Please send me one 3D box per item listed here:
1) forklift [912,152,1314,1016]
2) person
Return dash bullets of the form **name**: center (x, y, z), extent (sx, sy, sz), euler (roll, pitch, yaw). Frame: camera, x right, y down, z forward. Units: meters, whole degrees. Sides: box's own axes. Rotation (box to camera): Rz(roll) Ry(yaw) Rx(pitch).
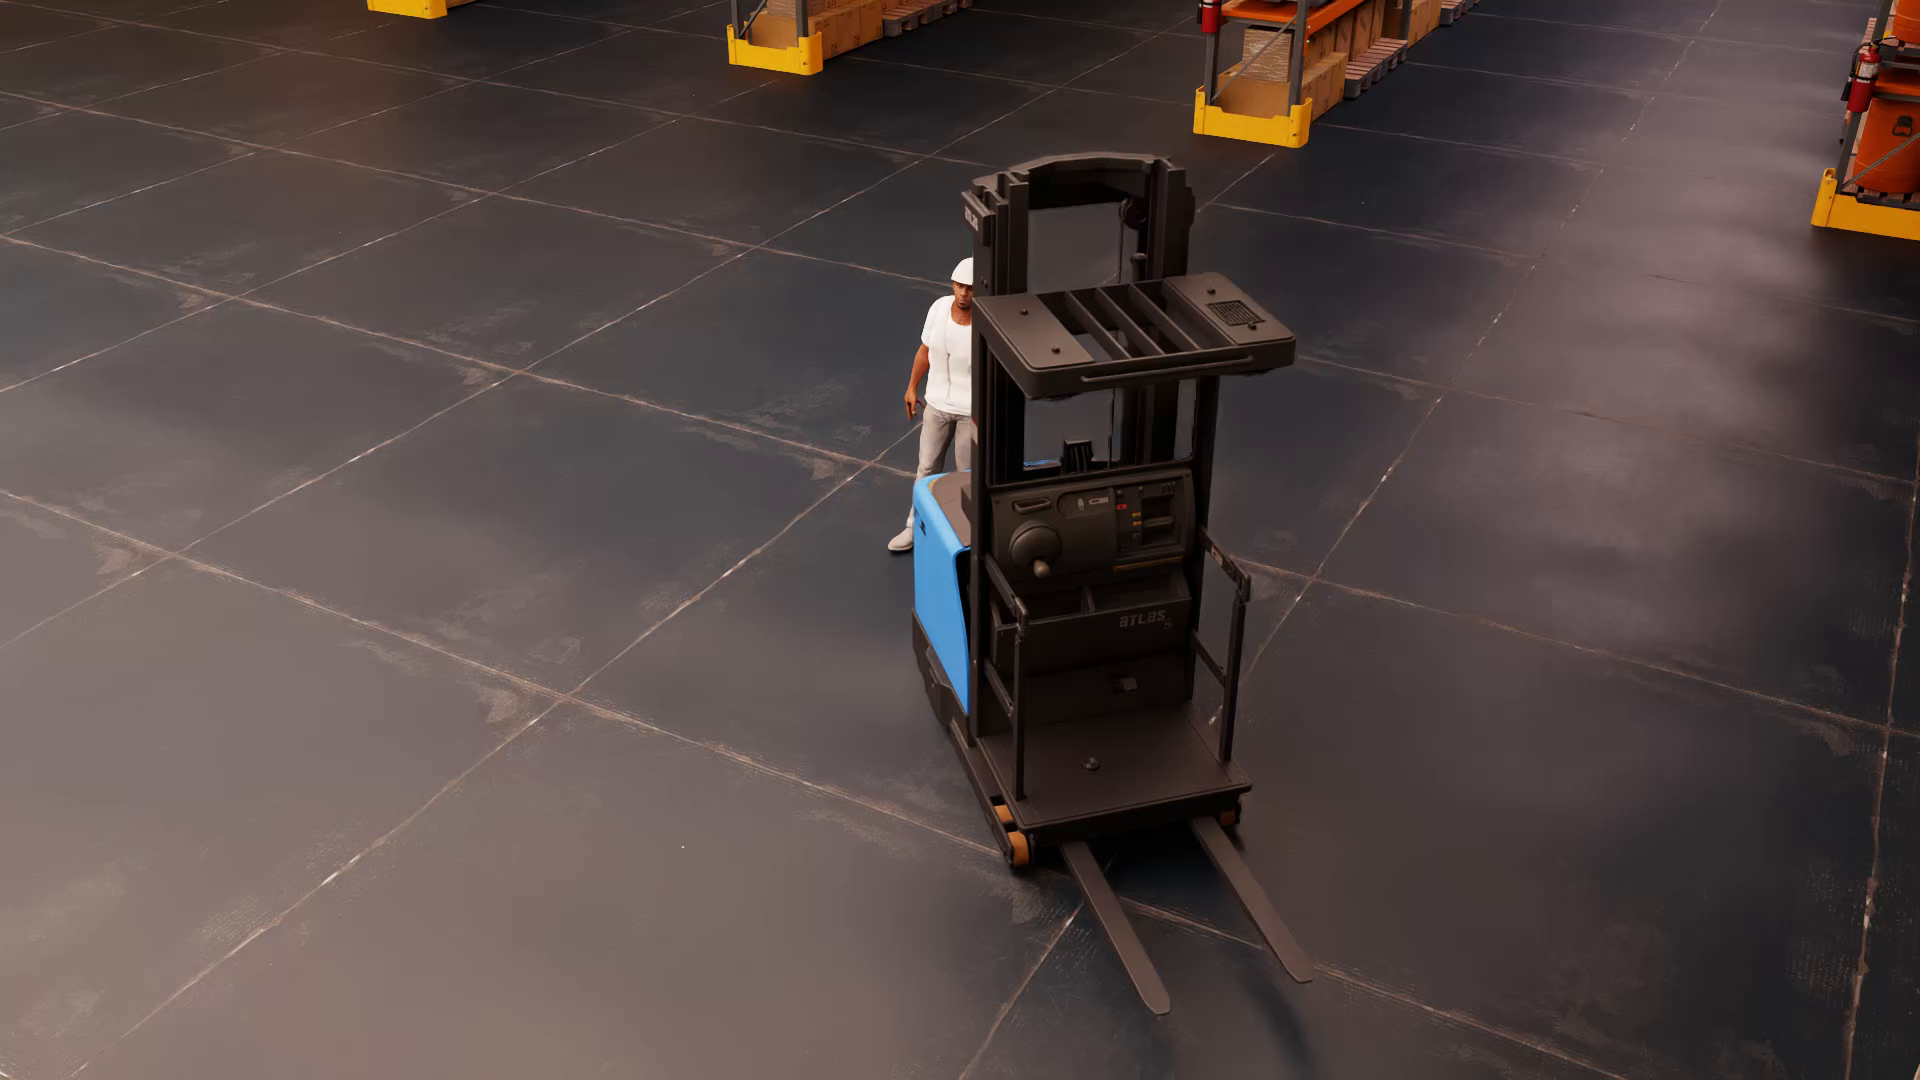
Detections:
- **forklift**: center (0.652, -0.022, 7.109), extent (1.130, 2.935, 3.031), euler (-8, 31, -14)
- **person**: center (-0.038, -0.742, 9.507), extent (0.666, 1.766, 0.576), euler (15, 33, 25)
